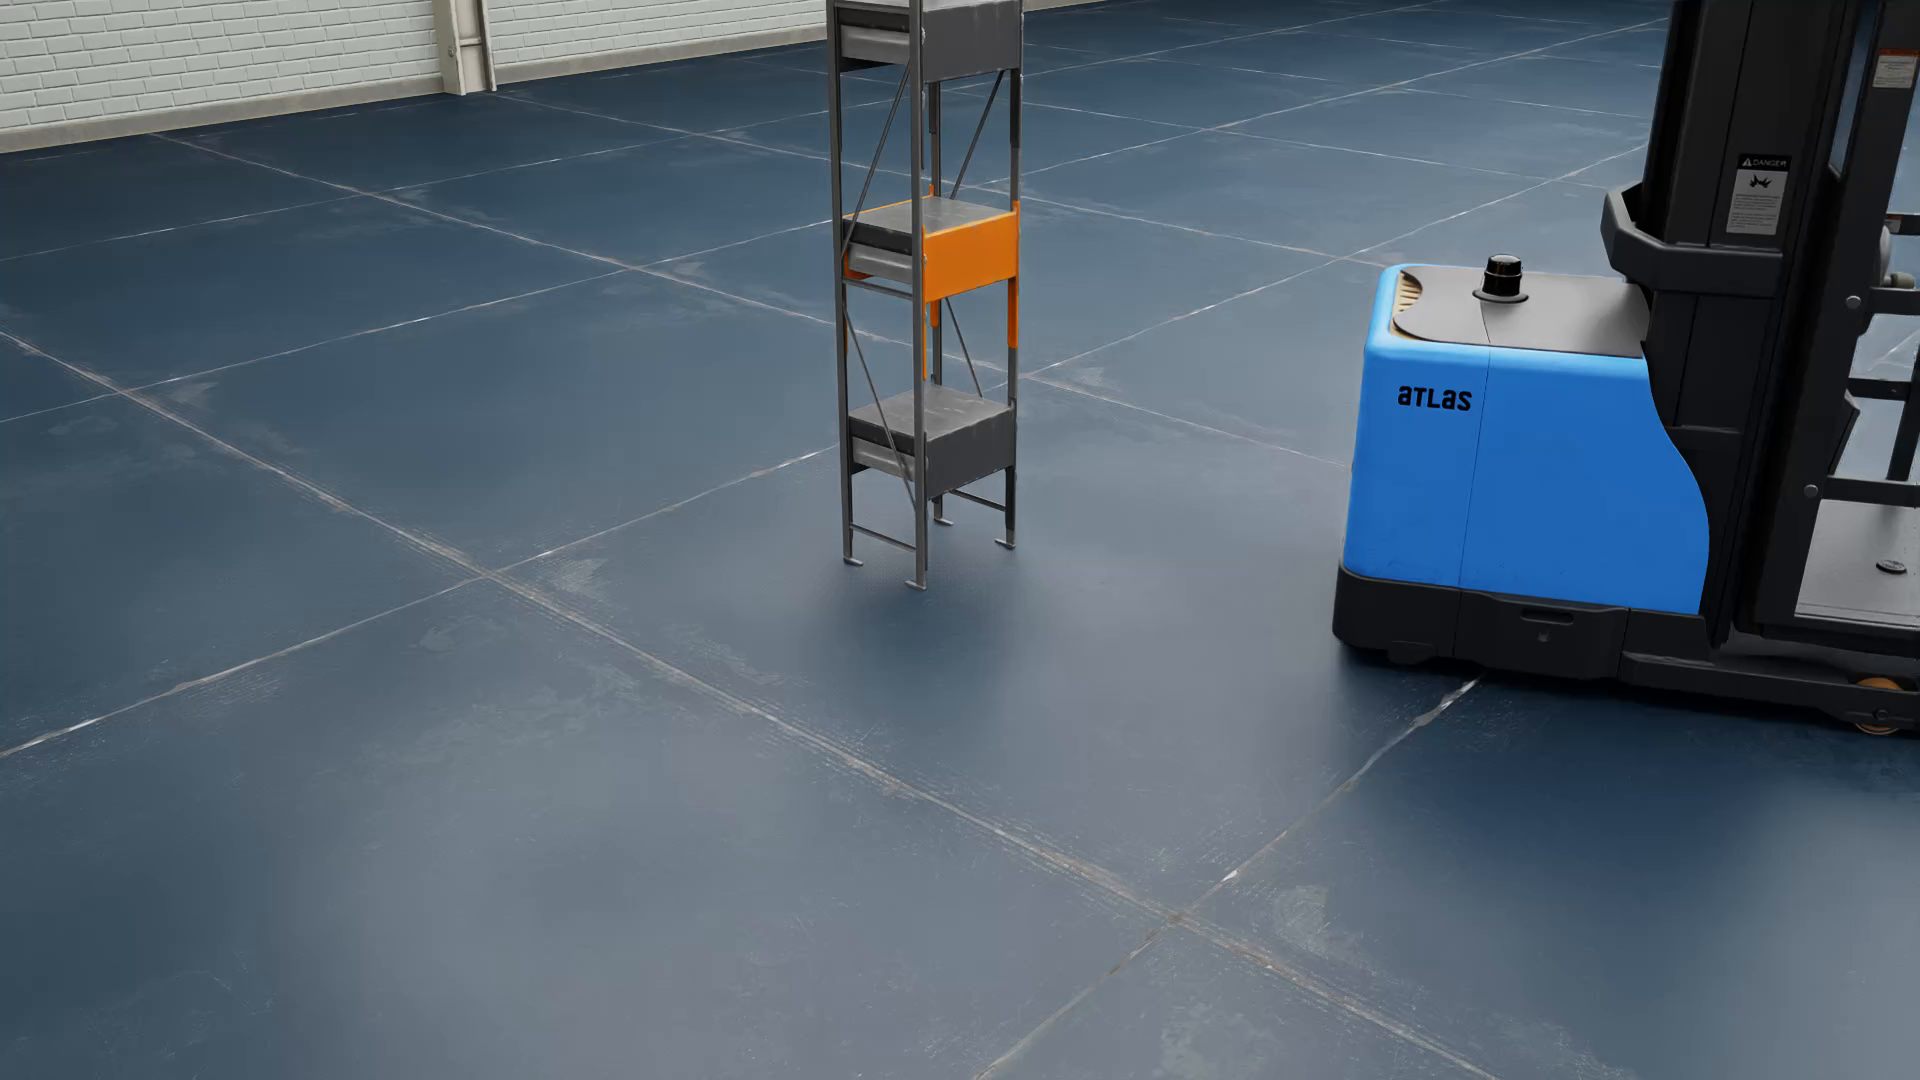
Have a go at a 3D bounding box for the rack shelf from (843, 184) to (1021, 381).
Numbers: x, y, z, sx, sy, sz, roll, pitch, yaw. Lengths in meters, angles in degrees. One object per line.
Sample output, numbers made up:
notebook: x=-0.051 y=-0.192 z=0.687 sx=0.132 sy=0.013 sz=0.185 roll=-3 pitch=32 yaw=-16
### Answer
rack shelf: x=-0.110 y=-0.895 z=5.714 sx=0.431 sy=0.518 sz=0.480 roll=20 pitch=31 yaw=38

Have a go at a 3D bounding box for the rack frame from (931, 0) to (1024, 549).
rack frame: x=0.052 y=-0.982 z=5.874 sx=0.400 sy=2.100 sz=0.015 roll=20 pitch=31 yaw=38

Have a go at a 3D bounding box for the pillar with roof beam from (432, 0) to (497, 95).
pillar with roof beam: x=-1.425 y=-7.175 z=11.254 sx=9.100 sy=9.000 sz=0.400 roll=20 pitch=31 yaw=38

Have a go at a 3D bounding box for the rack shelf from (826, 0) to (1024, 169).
rack shelf: x=-0.110 y=-1.534 z=5.427 sx=0.431 sy=0.518 sz=0.480 roll=20 pitch=31 yaw=38

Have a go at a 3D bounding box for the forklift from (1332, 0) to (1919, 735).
forklift: x=2.787 y=-0.978 z=4.848 sx=3.031 sy=2.935 sz=1.130 roll=7 pitch=25 yaw=14

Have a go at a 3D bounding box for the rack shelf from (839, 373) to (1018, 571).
rack shelf: x=-0.110 y=-0.256 z=6.000 sx=0.431 sy=0.518 sz=0.480 roll=20 pitch=31 yaw=38

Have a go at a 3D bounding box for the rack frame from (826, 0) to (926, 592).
rack frame: x=-0.273 y=-0.833 z=5.542 sx=0.400 sy=2.100 sz=0.015 roll=20 pitch=31 yaw=38

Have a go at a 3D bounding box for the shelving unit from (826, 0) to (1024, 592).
shelving unit: x=-0.110 y=-0.908 z=5.708 sx=0.431 sy=2.100 sz=0.503 roll=20 pitch=31 yaw=38
